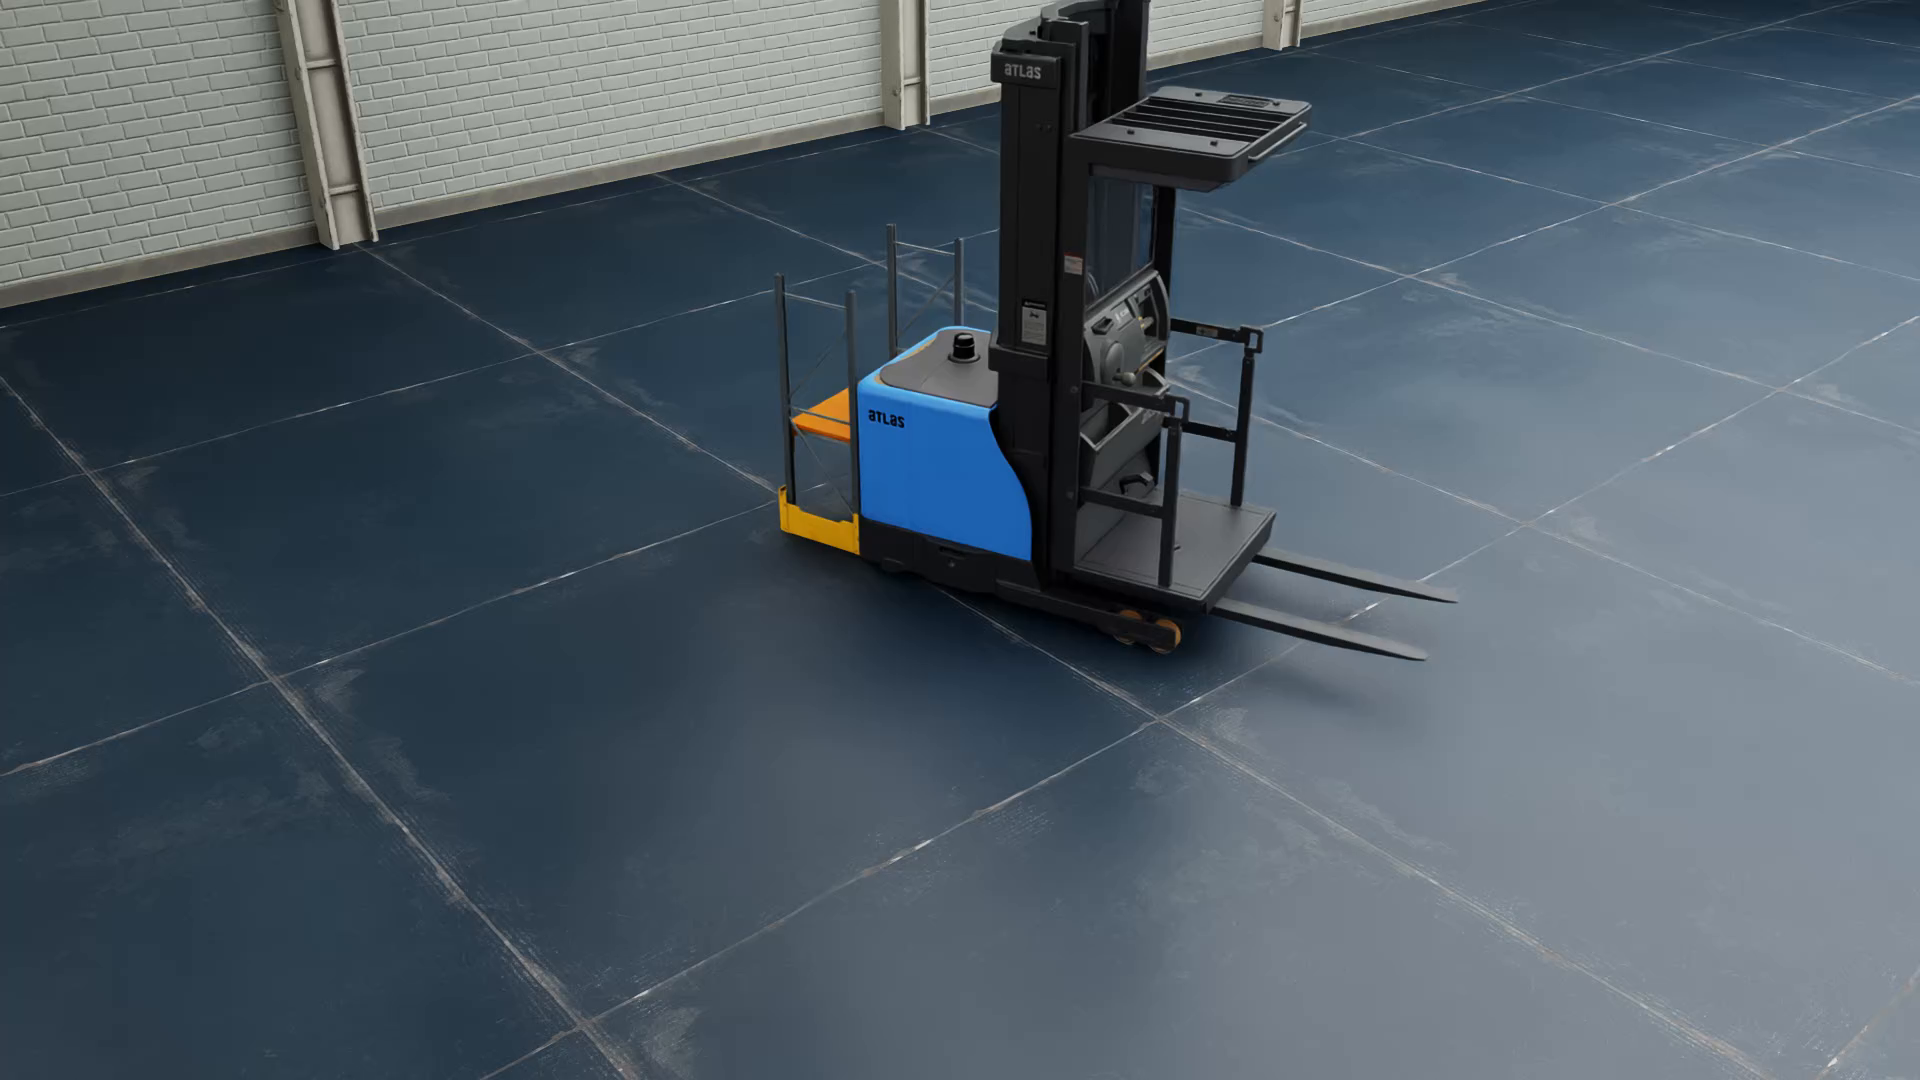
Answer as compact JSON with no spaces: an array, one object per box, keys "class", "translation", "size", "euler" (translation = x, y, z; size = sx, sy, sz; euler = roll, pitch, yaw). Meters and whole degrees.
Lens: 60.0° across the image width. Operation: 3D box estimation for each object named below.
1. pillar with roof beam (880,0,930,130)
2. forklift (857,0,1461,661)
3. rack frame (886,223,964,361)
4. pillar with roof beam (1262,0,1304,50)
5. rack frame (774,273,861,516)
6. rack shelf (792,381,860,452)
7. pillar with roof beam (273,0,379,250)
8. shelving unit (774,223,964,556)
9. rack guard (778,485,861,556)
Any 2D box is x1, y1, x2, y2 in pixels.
[{"class":"pillar with roof beam","translation":[2.234,-6.770,12.370],"size":[0.400,9.000,9.100],"euler":[-22,35,-35]},{"class":"forklift","translation":[0.999,-1.019,8.046],"size":[3.031,2.935,1.130],"euler":[14,31,25]},{"class":"rack frame","translation":[-0.198,-1.064,9.650],"size":[0.500,1.500,0.032],"euler":[17,32,29]},{"class":"pillar with roof beam","translation":[6.799,-8.605,15.805],"size":[0.400,9.000,9.100],"euler":[-22,35,-35]},{"class":"rack frame","translation":[-0.749,-0.661,8.896],"size":[0.500,1.500,0.032],"euler":[17,32,29]},{"class":"rack shelf","translation":[-0.473,-0.704,9.357],"size":[0.538,0.185,1.000],"euler":[17,32,29]},{"class":"pillar with roof beam","translation":[-2.330,-4.934,8.935],"size":[0.400,9.000,9.100],"euler":[-22,35,-35]},{"class":"shelving unit","translation":[-0.478,-0.859,9.266],"size":[0.587,1.500,1.083],"euler":[17,32,29]},{"class":"rack guard","translation":[-0.748,-0.110,9.191],"size":[0.587,0.250,0.087],"euler":[17,32,29]}]
